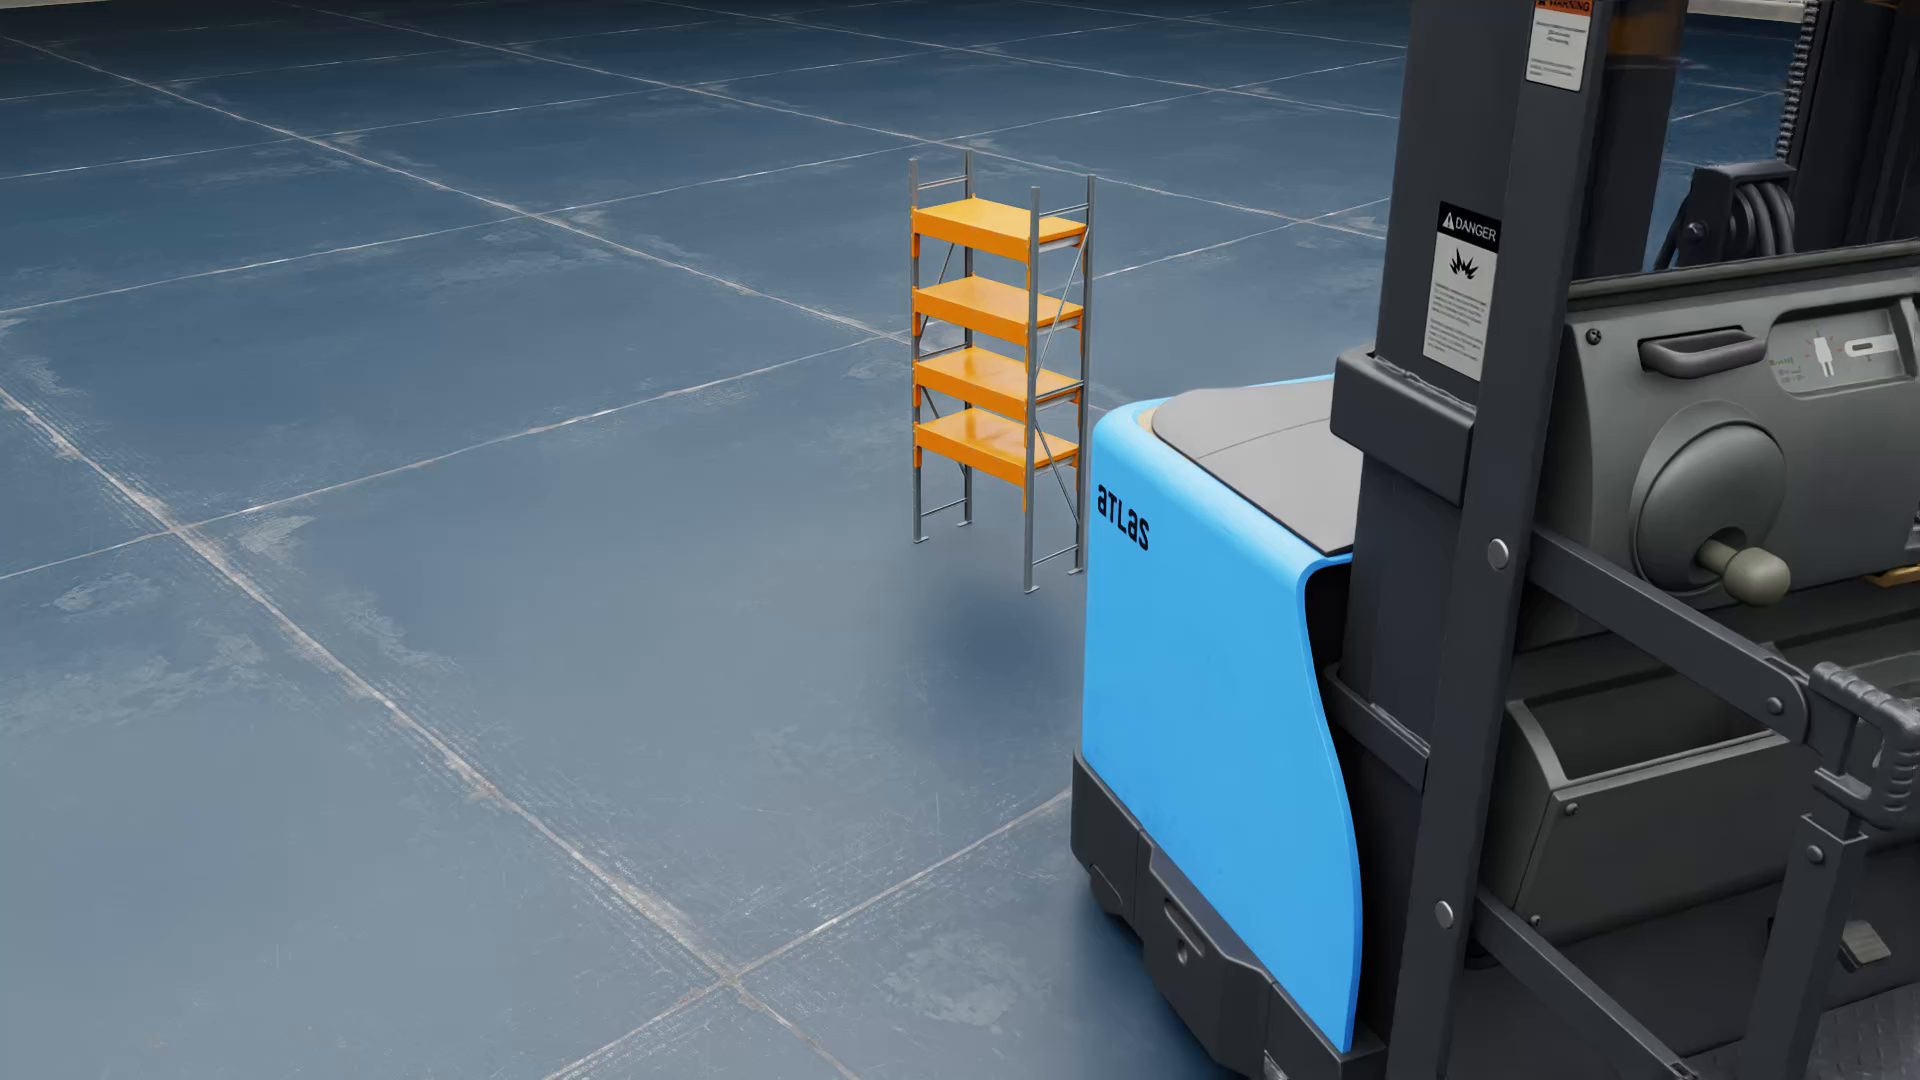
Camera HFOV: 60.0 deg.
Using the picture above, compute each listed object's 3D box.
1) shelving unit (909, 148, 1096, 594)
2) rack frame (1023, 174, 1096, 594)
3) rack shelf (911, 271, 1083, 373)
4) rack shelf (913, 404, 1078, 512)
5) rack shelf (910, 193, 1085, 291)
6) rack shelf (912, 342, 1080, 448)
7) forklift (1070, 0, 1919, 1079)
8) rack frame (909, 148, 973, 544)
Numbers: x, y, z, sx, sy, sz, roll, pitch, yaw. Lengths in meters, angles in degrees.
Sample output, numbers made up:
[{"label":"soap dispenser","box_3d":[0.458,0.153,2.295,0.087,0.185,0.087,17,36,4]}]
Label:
[{"label":"shelving unit","box_3d":[0.113,-0.496,4.891,0.258,1.200,0.503,-21,32,-38]},{"label":"rack frame","box_3d":[0.280,-0.422,4.729,0.240,1.200,0.015,-21,32,-38]},{"label":"rack shelf","box_3d":[0.113,-0.638,4.826,0.258,0.148,0.480,-21,32,-38]},{"label":"rack shelf","box_3d":[0.113,-0.254,5.001,0.258,0.148,0.480,-21,32,-38]},{"label":"rack shelf","box_3d":[0.113,-0.853,4.728,0.258,0.148,0.480,-21,32,-38]},{"label":"rack shelf","box_3d":[0.113,-0.435,4.919,0.258,0.148,0.480,-21,32,-38]},{"label":"forklift","box_3d":[1.259,-0.125,1.993,1.130,2.935,3.031,-9,26,-20]},{"label":"rack frame","box_3d":[-0.054,-0.570,5.053,0.240,1.200,0.015,-21,32,-38]}]
